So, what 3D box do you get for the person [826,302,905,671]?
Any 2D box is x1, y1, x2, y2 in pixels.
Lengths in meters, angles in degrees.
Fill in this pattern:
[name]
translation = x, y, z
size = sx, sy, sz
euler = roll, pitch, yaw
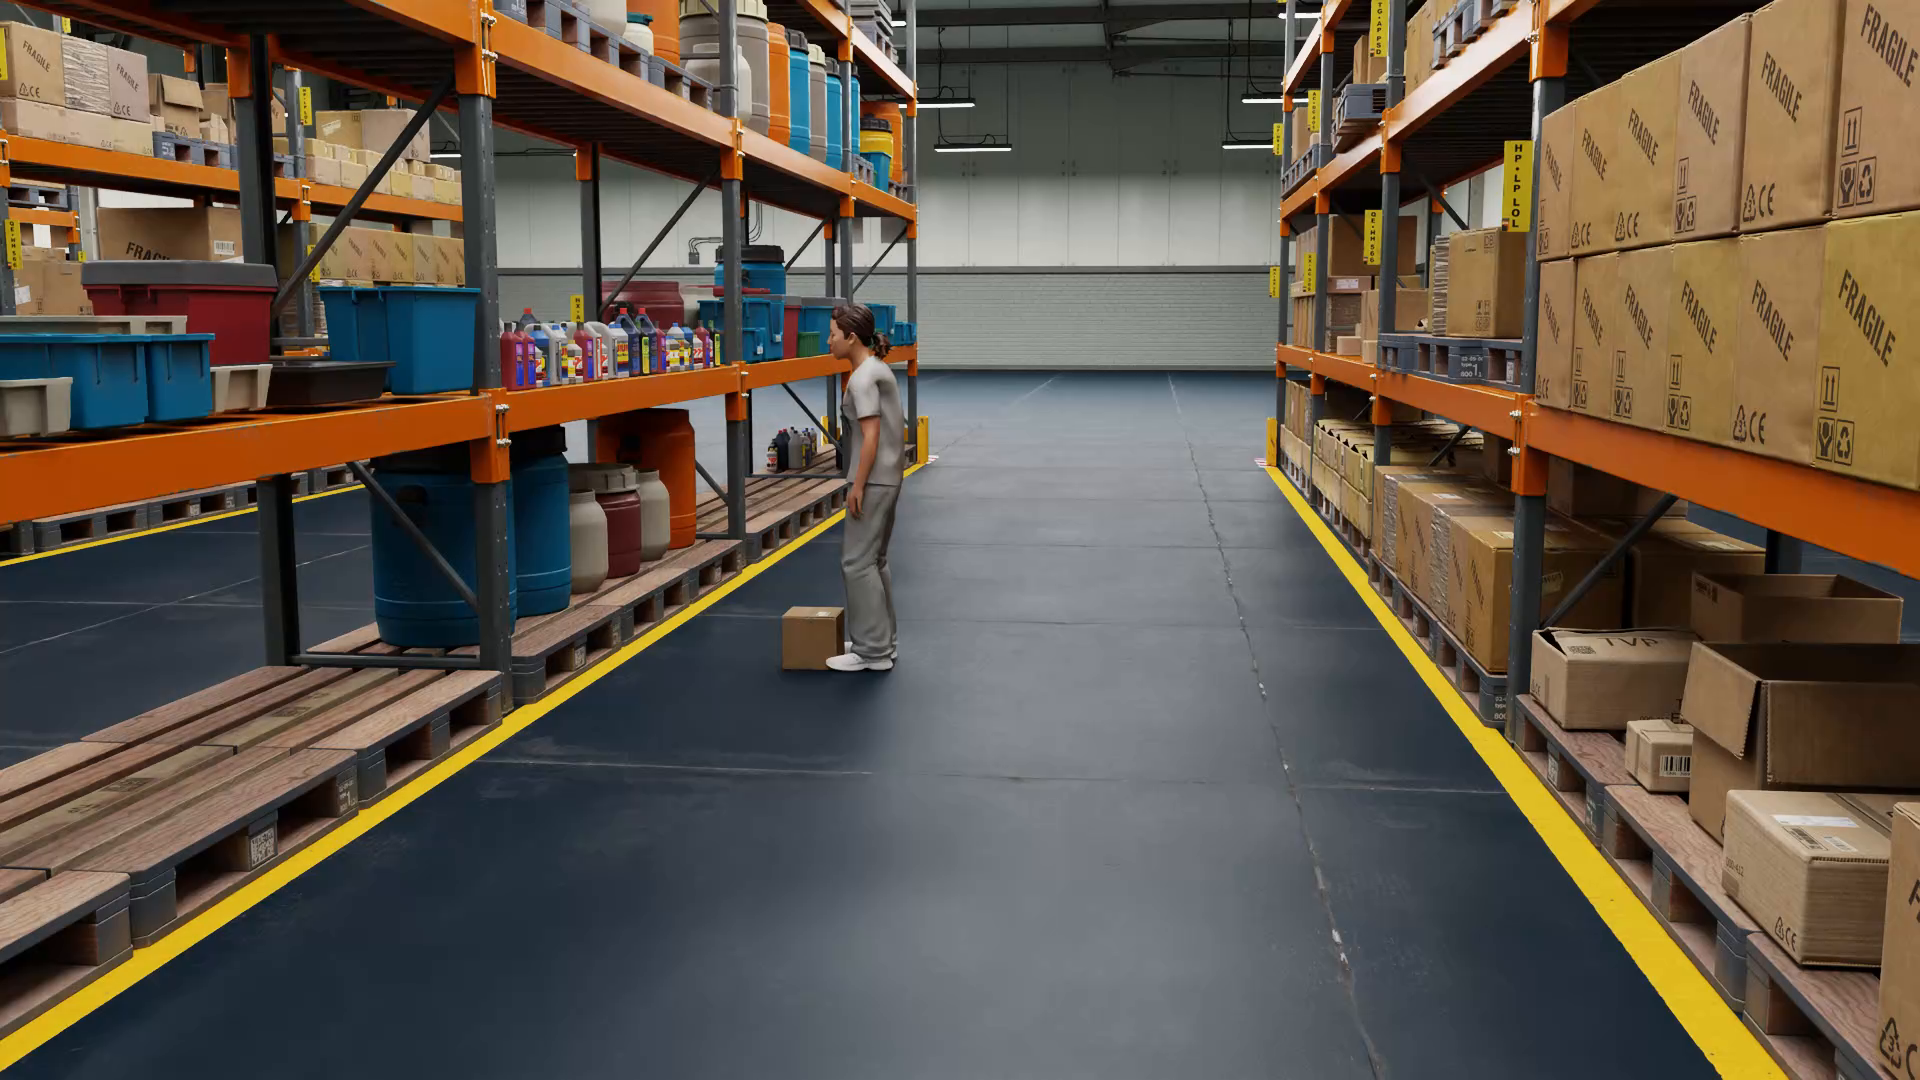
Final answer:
[person]
translation = -0.433, -0.245, 7.622
size = 0.360, 1.672, 0.514
euler = 0, 8, 3
